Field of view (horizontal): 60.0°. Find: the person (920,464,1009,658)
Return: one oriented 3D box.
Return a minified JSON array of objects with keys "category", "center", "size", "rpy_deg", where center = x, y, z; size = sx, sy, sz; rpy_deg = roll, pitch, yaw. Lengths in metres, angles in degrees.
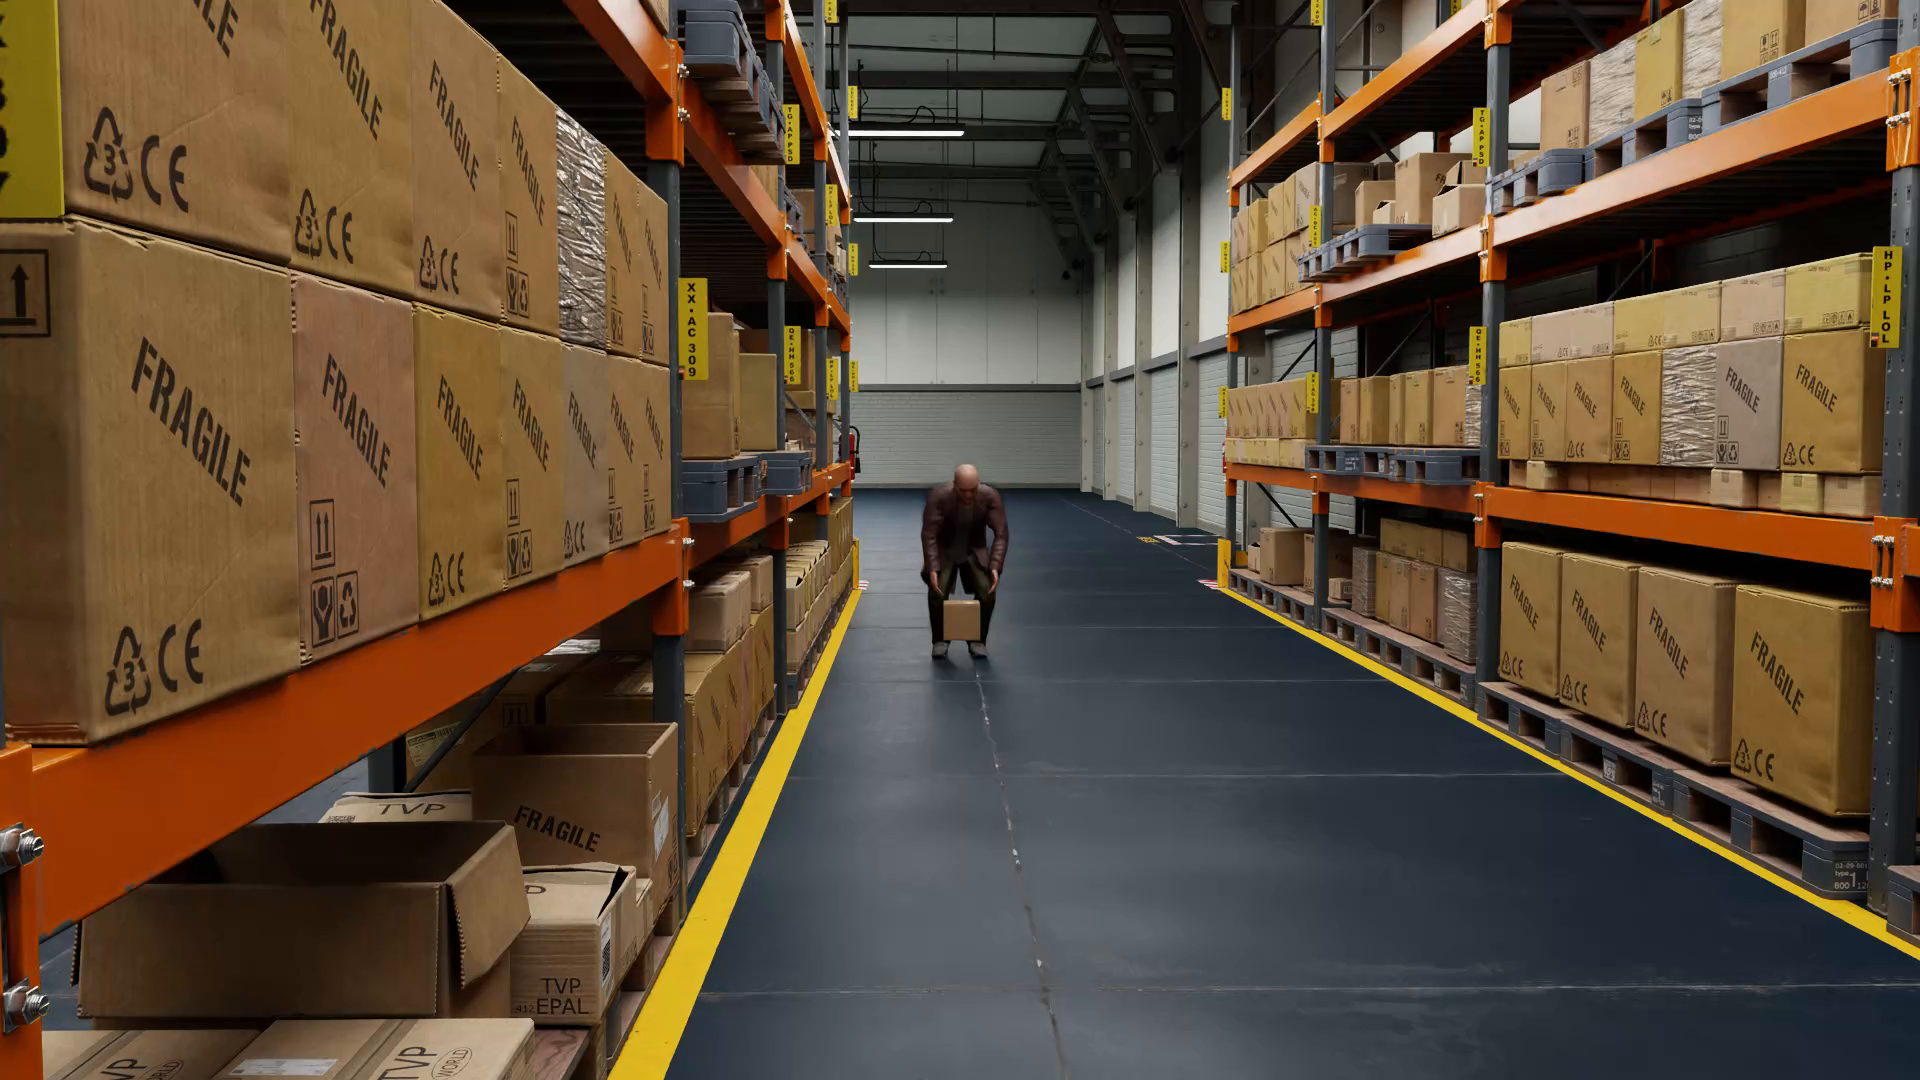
[{"category":"person","center":[0.031,0.152,11.946],"size":[0.633,1.382,0.734],"rpy_deg":[0,4,-1]}]
